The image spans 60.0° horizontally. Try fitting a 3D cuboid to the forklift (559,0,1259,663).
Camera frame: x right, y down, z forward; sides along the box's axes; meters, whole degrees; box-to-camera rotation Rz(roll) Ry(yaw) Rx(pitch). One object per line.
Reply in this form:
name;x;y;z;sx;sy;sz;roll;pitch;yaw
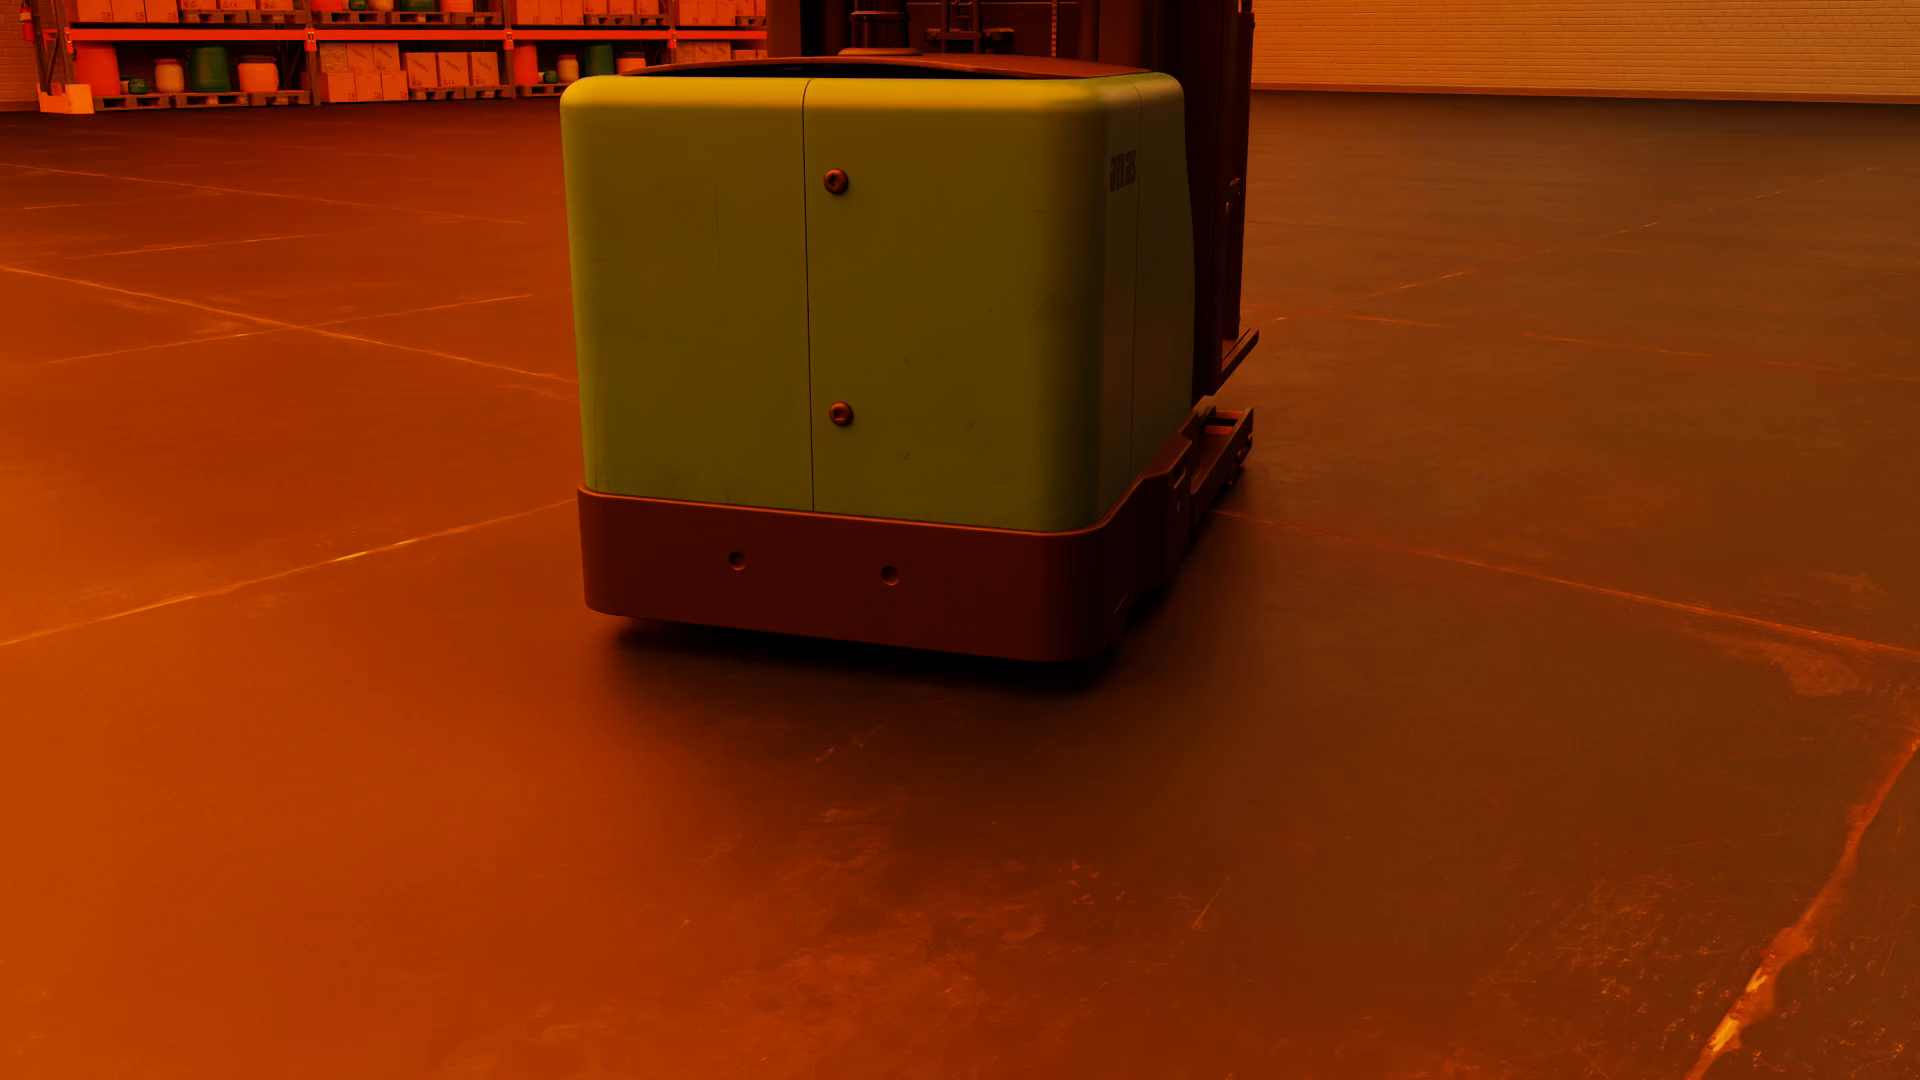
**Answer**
forklift;0.182;-1.571;4.072;1.130;2.935;3.031;5;18;17
